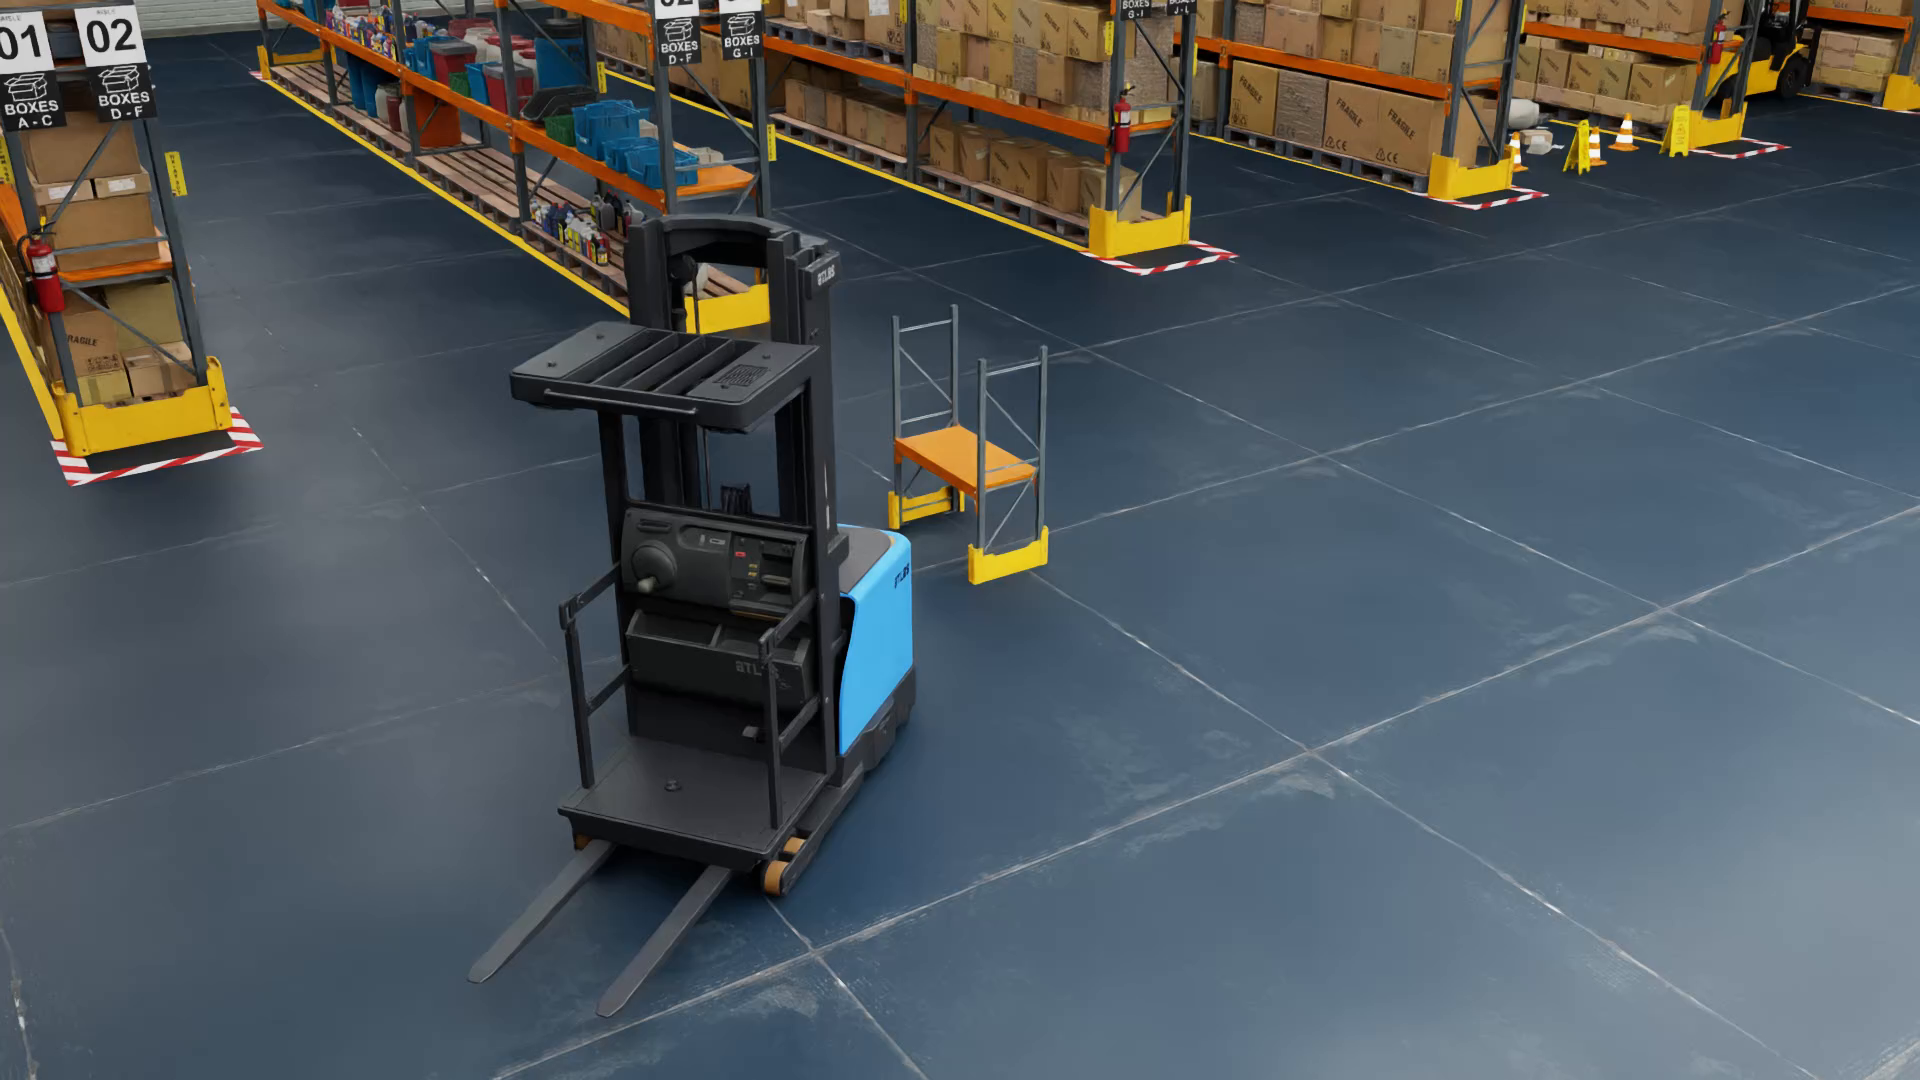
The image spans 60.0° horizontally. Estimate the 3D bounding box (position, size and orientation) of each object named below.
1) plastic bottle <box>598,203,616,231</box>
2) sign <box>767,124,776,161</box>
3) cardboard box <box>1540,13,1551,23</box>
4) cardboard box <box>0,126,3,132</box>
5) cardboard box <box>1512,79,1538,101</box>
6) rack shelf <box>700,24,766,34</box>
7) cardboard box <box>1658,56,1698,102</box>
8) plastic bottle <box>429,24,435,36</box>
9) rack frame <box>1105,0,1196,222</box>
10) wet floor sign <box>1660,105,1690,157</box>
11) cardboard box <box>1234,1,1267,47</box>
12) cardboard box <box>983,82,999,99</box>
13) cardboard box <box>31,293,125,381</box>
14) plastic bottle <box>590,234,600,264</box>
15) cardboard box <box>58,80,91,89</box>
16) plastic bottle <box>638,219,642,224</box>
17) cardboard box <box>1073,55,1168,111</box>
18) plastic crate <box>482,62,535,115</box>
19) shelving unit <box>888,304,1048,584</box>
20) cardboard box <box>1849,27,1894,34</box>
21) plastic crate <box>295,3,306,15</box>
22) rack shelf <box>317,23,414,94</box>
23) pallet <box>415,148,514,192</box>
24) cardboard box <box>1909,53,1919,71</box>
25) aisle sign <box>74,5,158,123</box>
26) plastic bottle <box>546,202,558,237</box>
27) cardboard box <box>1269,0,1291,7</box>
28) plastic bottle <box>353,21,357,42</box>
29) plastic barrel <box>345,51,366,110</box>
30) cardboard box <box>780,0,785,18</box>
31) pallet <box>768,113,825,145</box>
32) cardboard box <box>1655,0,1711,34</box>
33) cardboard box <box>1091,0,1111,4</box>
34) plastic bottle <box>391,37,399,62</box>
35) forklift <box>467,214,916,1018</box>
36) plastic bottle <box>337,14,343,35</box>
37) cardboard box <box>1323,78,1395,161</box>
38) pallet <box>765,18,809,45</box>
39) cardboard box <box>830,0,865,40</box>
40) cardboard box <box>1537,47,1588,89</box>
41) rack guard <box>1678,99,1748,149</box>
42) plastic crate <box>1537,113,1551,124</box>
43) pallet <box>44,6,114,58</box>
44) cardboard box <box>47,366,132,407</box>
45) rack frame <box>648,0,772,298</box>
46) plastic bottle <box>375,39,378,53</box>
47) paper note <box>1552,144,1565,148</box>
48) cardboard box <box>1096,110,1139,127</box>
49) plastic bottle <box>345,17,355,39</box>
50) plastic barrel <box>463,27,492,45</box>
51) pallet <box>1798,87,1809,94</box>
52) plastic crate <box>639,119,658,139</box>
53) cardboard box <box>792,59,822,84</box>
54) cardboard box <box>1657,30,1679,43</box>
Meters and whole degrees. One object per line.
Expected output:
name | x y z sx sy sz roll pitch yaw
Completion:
plastic bottle | -3.772 -3.457 17.735 0.152 0.276 0.135 -16 29 -30
sign | -1.712 -3.586 15.009 0.100 0.325 0.005 -16 29 -30
cardboard box | 8.626 -7.577 24.081 0.380 0.149 0.250 -16 29 -30
cardboard box | -7.968 -3.444 14.155 0.380 0.149 0.250 -17 30 -31
cardboard box | 8.490 -6.713 24.686 0.500 0.250 0.500 -14 29 -27
rack shelf | -3.485 -7.740 24.975 1.077 0.370 4.000 -16 29 -30
cardboard box | 10.055 -6.445 23.240 0.500 0.500 0.500 -17 30 -31
plastic bottle | -7.000 -6.711 22.104 0.097 0.271 0.097 0 25 0
rack frame | 1.974 -4.489 17.245 1.000 3.000 0.127 -16 29 -30
wet floor sign | 9.484 -5.416 21.967 0.267 0.644 0.232 -6 26 -12
cardboard box | 4.213 -6.978 22.342 0.875 0.550 0.550 -16 29 -30
cardboard box | 0.486 -5.125 18.888 0.380 0.149 0.250 -16 29 -30
cardboard box | -6.870 -1.590 12.954 0.500 0.500 0.500 -16 29 -30
plastic bottle | -3.625 -2.897 16.540 0.061 0.283 0.133 -15 29 -28
cardboard box | -7.168 -3.369 13.236 0.700 0.500 0.500 -15 29 -29
plastic bottle | -3.312 -3.256 17.397 0.097 0.201 0.097 0 25 0
cardboard box | 1.697 -4.872 17.590 0.875 0.500 0.500 -16 29 -30
plastic crate | -4.880 -4.896 18.033 0.402 0.464 0.583 -16 29 -30
shelving unit | 0.042 -0.651 10.872 0.587 1.500 1.083 -16 29 -30
cardboard box | 14.054 -7.749 25.708 0.500 0.250 0.500 -15 29 -29
plastic crate | -9.563 -7.867 24.653 0.437 0.125 0.590 -16 29 -30
rack shelf | -7.635 -6.586 22.530 1.077 0.370 4.000 -16 29 -30
pallet | -6.153 -4.649 20.850 1.003 0.211 1.213 -16 29 -30
cardboard box | 14.351 -7.345 25.439 0.500 0.250 0.500 -15 29 -29
aisle sign | -6.035 -3.405 11.904 0.394 0.787 0.004 -16 29 -30
plastic bottle | -4.266 -3.381 17.486 0.144 0.351 0.185 -15 29 -28
cardboard box | 4.572 -7.286 21.729 0.875 0.550 0.550 -16 29 -30
plastic bottle | -8.121 -6.852 22.402 0.097 0.271 0.097 0 25 0
plastic barrel | -8.444 -6.669 23.829 0.600 0.901 0.708 -16 29 -30
cardboard box | -2.430 -7.633 23.787 0.500 0.500 0.500 -15 29 -28
pallet | -1.968 -5.809 23.309 1.003 0.211 1.213 -16 29 -30
cardboard box | 9.750 -7.108 22.327 0.500 0.500 0.500 -16 30 -30
cardboard box | 1.635 -5.561 17.880 0.500 0.500 0.500 -16 29 -30
plastic bottle | -7.121 -6.188 20.982 0.061 0.283 0.133 -16 29 -30
forklift | -1.217 0.135 7.531 1.130 2.935 3.031 9 27 18
plastic bottle | -8.553 -7.135 23.002 0.097 0.271 0.097 0 25 0
cardboard box | 5.277 -5.379 21.127 0.875 0.875 0.875 -16 30 -30
pallet | -1.915 -7.033 22.860 1.213 0.211 1.003 -16 29 -30
cardboard box | -1.233 -6.755 21.432 0.797 0.503 0.637 -12 28 -24
cardboard box | 8.773 -6.866 24.131 0.500 0.500 0.500 -14 29 -27
rack guard | 10.236 -5.695 22.728 1.175 0.500 0.348 -16 29 -30
plastic crate | 8.264 -6.156 24.197 0.583 0.080 0.402 18 31 33
pallet | -6.692 -3.757 12.284 1.003 0.211 1.213 -16 29 -30
cardboard box | -6.868 -1.251 13.115 0.500 0.250 0.500 -16 29 -30
rack frame | -2.176 -3.334 14.800 1.000 3.000 0.127 -16 29 -30
plastic bottle | -7.561 -6.453 21.639 0.097 0.201 0.097 0 25 0
paper note | 8.093 -5.330 22.504 0.142 0.019 0.148 18 31 33
cardboard box | 1.646 -4.429 17.412 0.380 0.149 0.250 -16 29 -30
plastic bottle | -8.288 -6.985 22.678 0.152 0.276 0.135 -16 29 -30
plastic barrel | -5.802 -5.928 20.163 0.421 0.512 0.421 0 25 0
pallet | 13.320 -7.395 26.668 1.003 0.211 1.213 -16 29 -30
plastic crate | -3.261 -4.124 16.781 0.530 0.136 0.437 -16 29 -30
cardboard box | -2.002 -6.525 23.093 0.500 0.250 0.500 -14 29 -28
cardboard box | 9.663 -6.833 22.505 0.380 0.149 0.250 -16 30 -30
